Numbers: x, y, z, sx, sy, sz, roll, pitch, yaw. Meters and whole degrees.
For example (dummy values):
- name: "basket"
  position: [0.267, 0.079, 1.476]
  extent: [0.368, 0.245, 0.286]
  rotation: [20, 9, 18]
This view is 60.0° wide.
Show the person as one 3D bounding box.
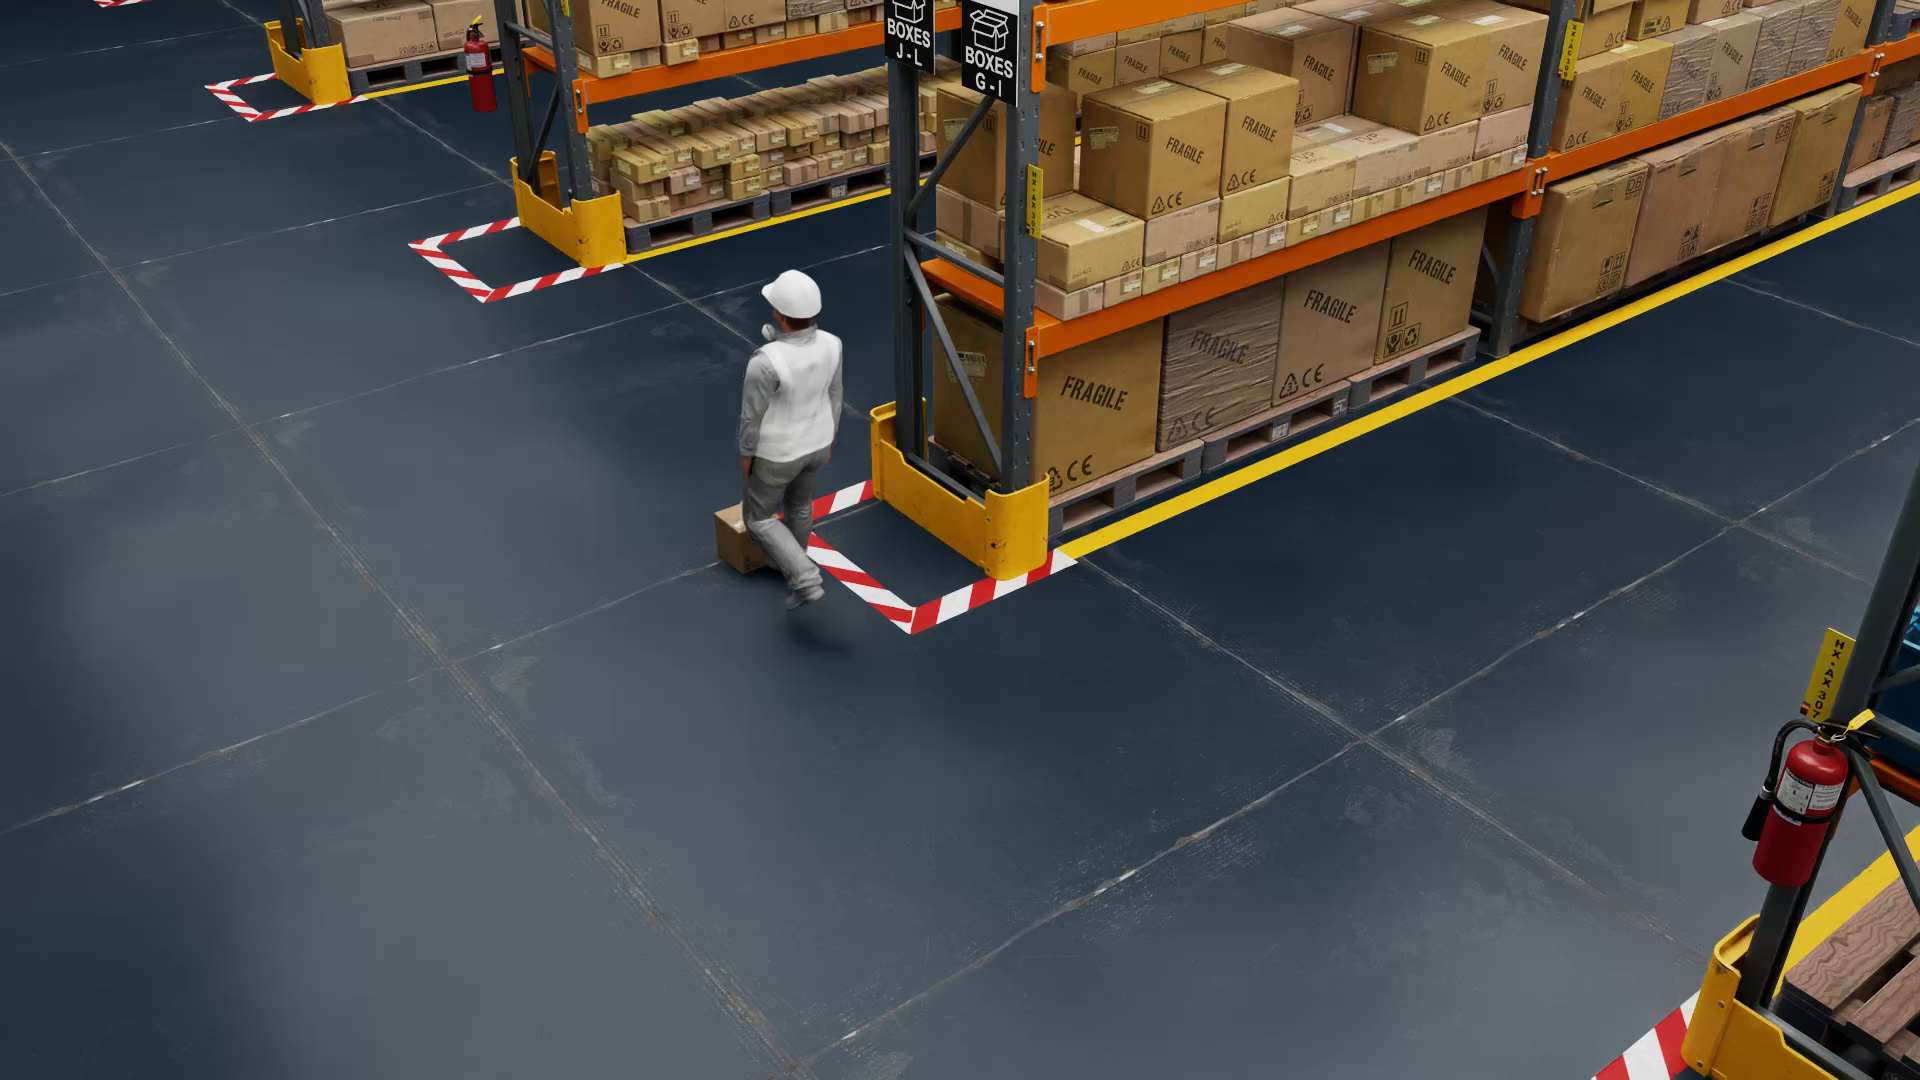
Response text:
- name: "person"
  position: [-0.824, -0.471, 7.861]
  extent: [0.546, 1.755, 0.758]
  rotation: [-26, 40, -35]
